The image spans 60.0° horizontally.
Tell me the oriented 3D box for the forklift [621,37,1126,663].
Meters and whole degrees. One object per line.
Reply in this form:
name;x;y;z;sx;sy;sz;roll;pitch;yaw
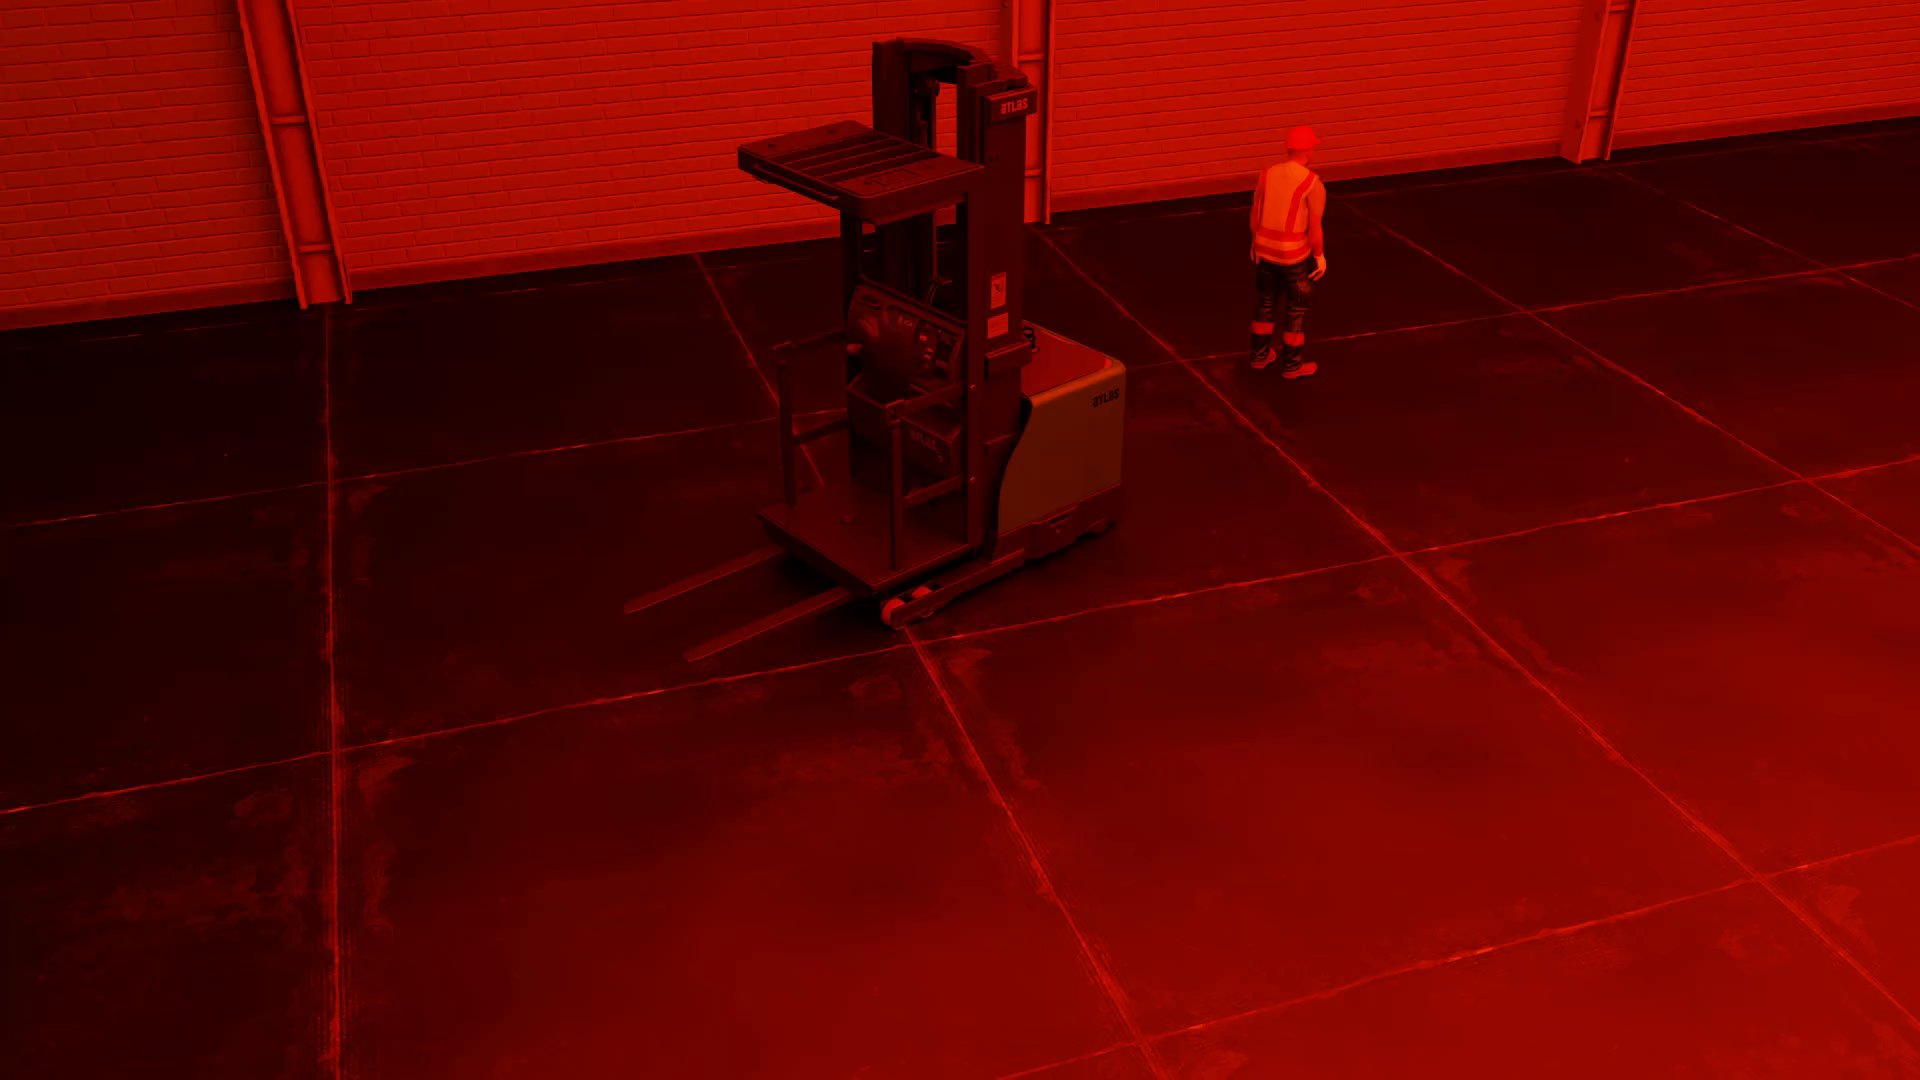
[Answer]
forklift;-0.461;-1.072;8.951;3.031;2.935;1.130;-23;37;-34

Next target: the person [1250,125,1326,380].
person;2.321;-2.035;11.782;0.612;1.779;0.455;25;38;37
